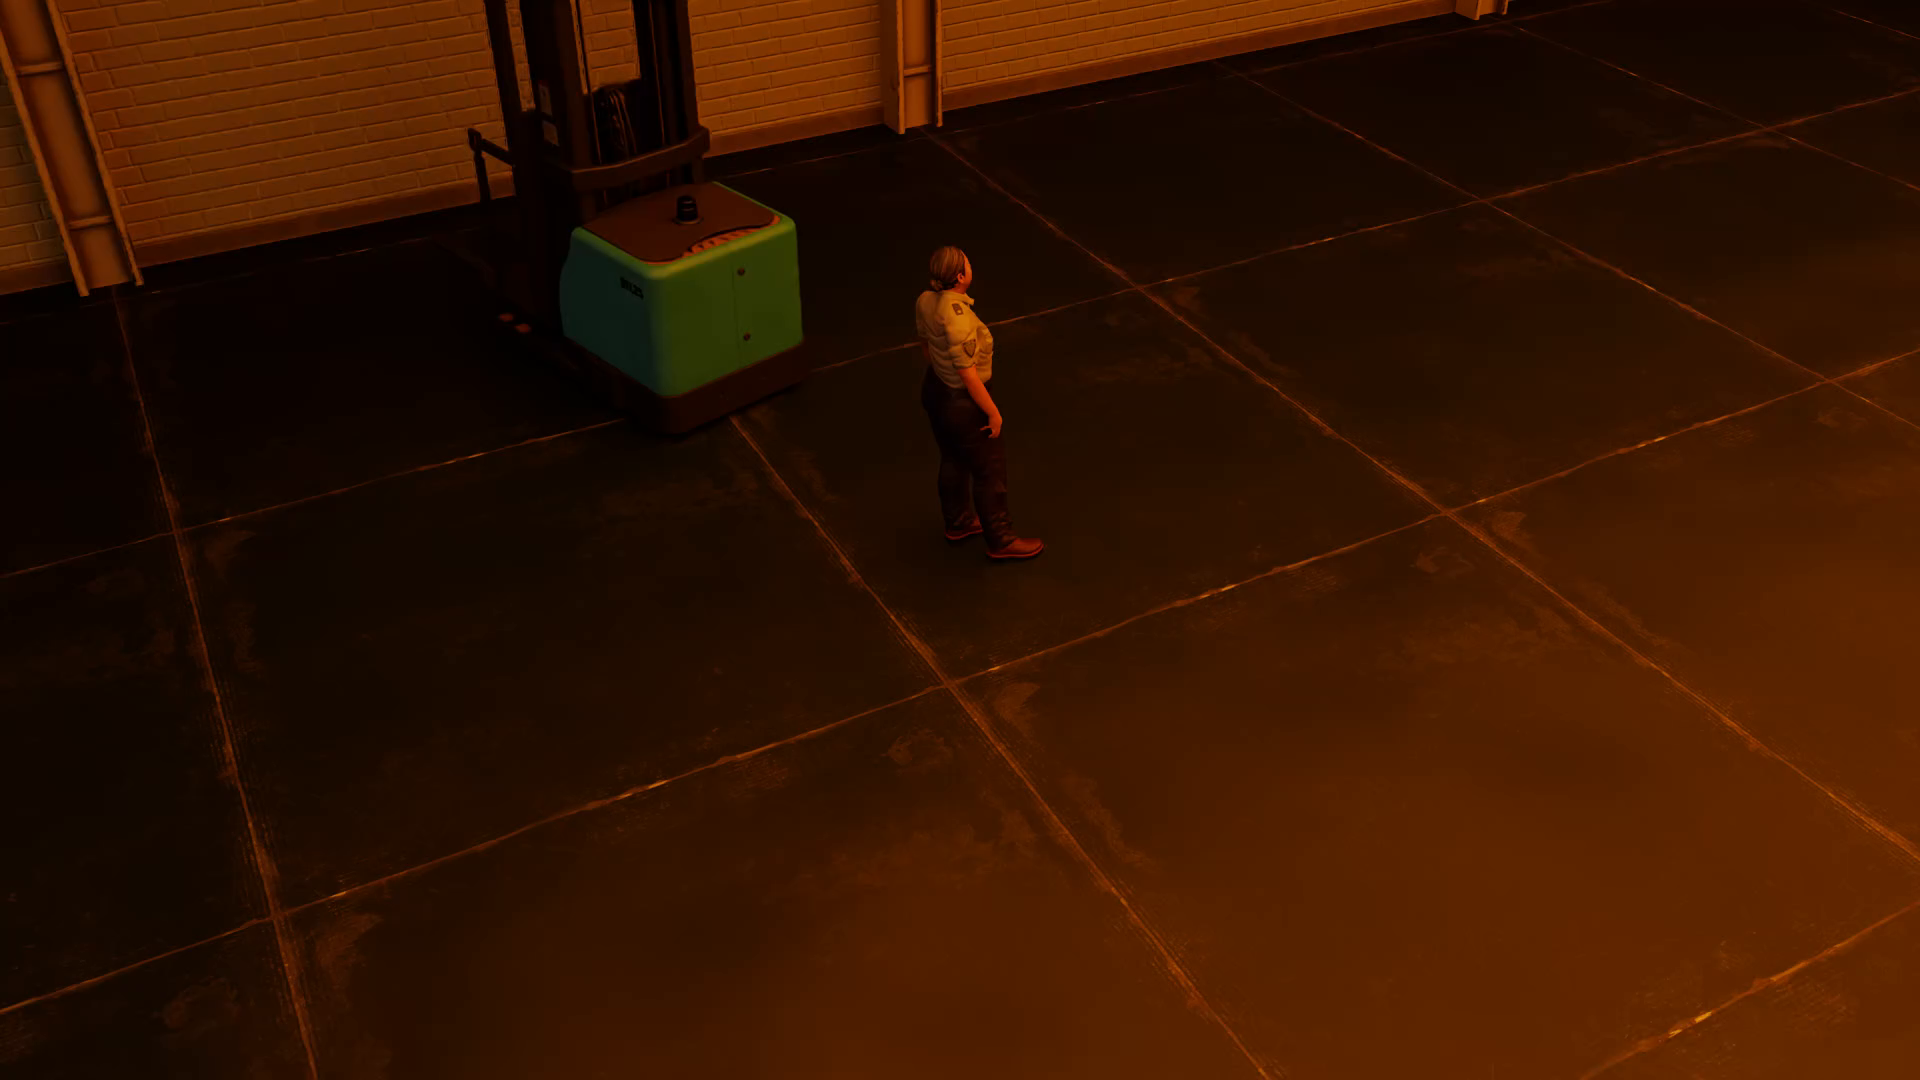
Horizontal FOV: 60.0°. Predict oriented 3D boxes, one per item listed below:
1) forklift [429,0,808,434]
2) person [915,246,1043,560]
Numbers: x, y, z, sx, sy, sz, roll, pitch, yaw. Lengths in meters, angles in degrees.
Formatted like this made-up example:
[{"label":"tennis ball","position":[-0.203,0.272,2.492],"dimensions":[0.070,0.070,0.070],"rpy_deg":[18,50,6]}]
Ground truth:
[{"label":"forklift","position":[-2.285,-2.552,9.733],"dimensions":[1.130,2.935,3.031],"rpy_deg":[-29,44,-34]},{"label":"person","position":[0.090,-0.689,8.202],"dimensions":[0.503,1.643,0.598],"rpy_deg":[-17,39,-23]}]
